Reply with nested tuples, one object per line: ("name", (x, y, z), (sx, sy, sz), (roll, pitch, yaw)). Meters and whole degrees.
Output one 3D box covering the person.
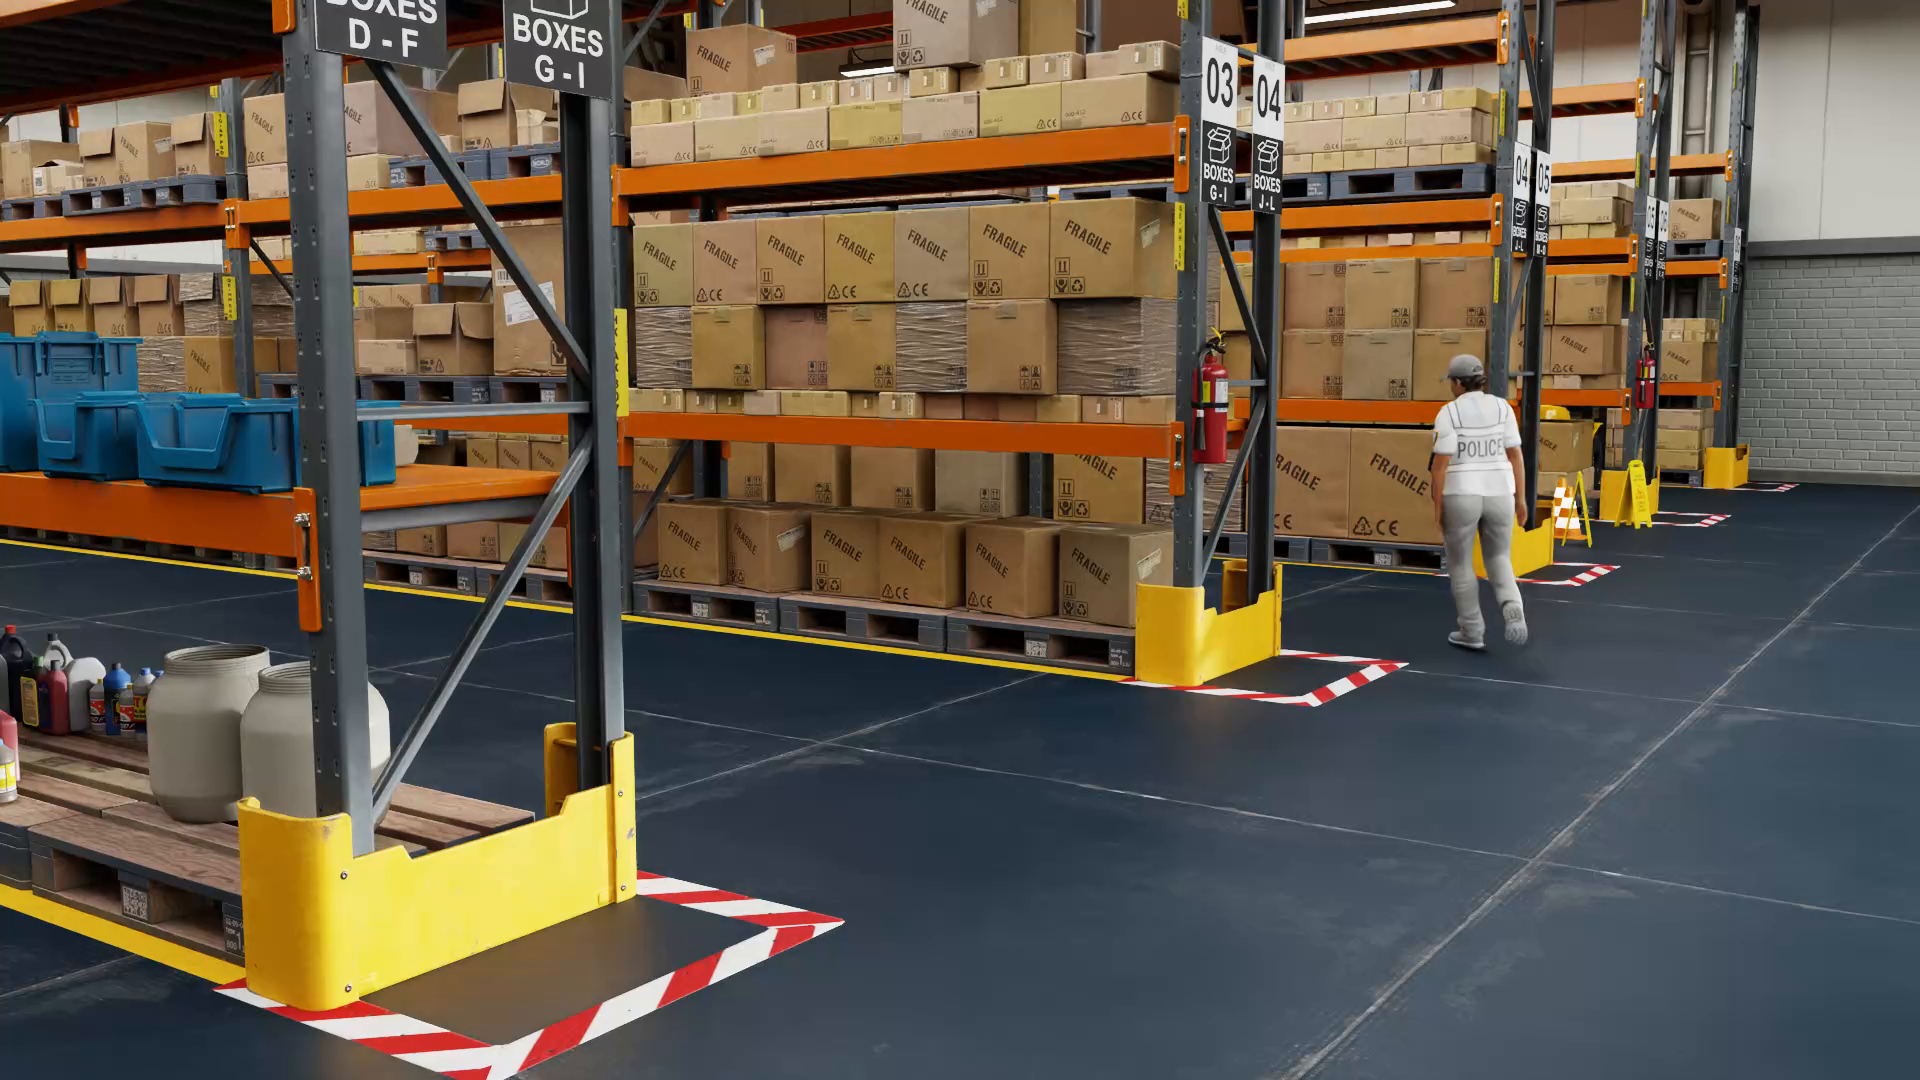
("person", (2.872, -0.206, 9.215), (0.539, 1.641, 0.575), (0, 6, -4))
